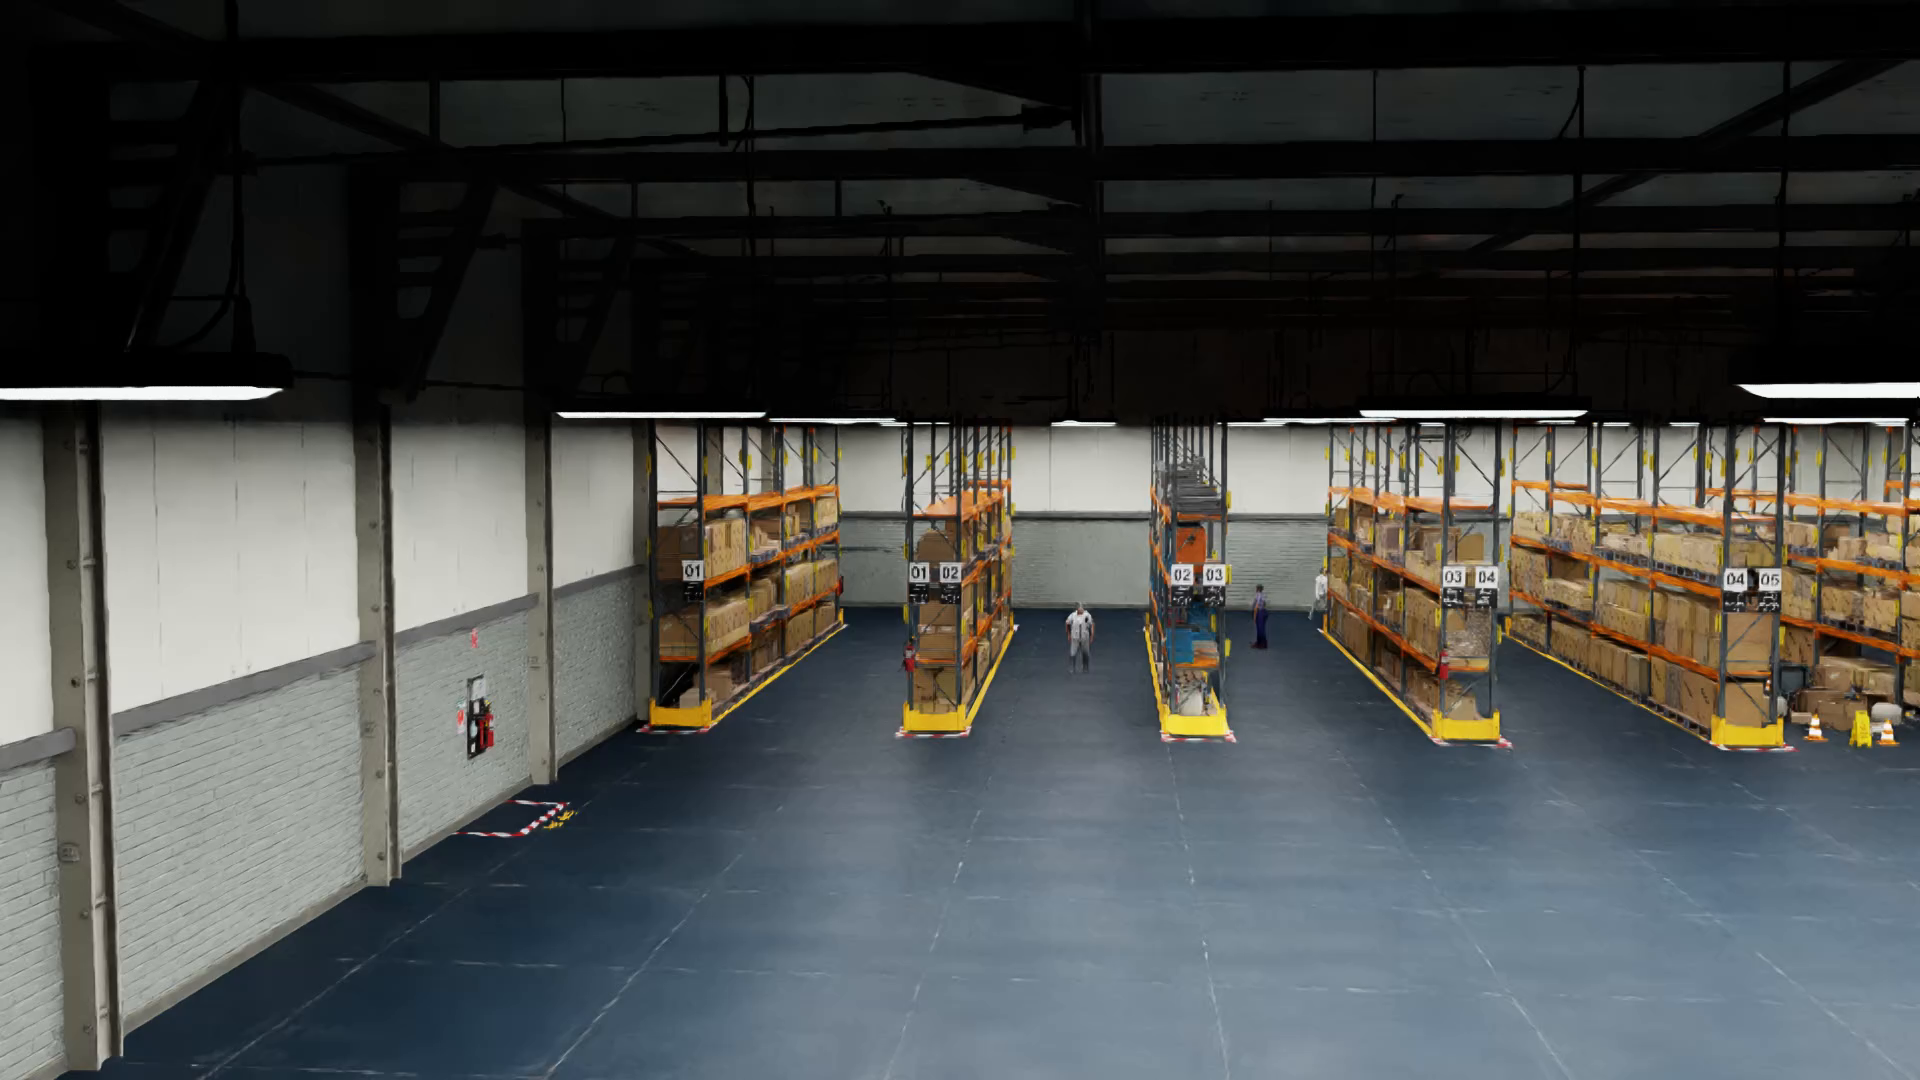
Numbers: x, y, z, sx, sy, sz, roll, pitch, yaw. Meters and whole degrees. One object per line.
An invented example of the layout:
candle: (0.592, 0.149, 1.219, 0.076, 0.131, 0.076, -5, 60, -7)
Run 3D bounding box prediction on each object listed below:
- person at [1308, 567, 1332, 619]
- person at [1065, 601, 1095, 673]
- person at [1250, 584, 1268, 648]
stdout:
person: (10.694, 1.585, 49.183, 0.540, 1.645, 0.912, -2, 4, -22)
person: (2.803, 2.259, 38.830, 0.682, 1.715, 0.542, 0, 4, 4)
person: (7.787, 1.981, 43.341, 0.560, 1.628, 0.612, 2, 4, 30)
